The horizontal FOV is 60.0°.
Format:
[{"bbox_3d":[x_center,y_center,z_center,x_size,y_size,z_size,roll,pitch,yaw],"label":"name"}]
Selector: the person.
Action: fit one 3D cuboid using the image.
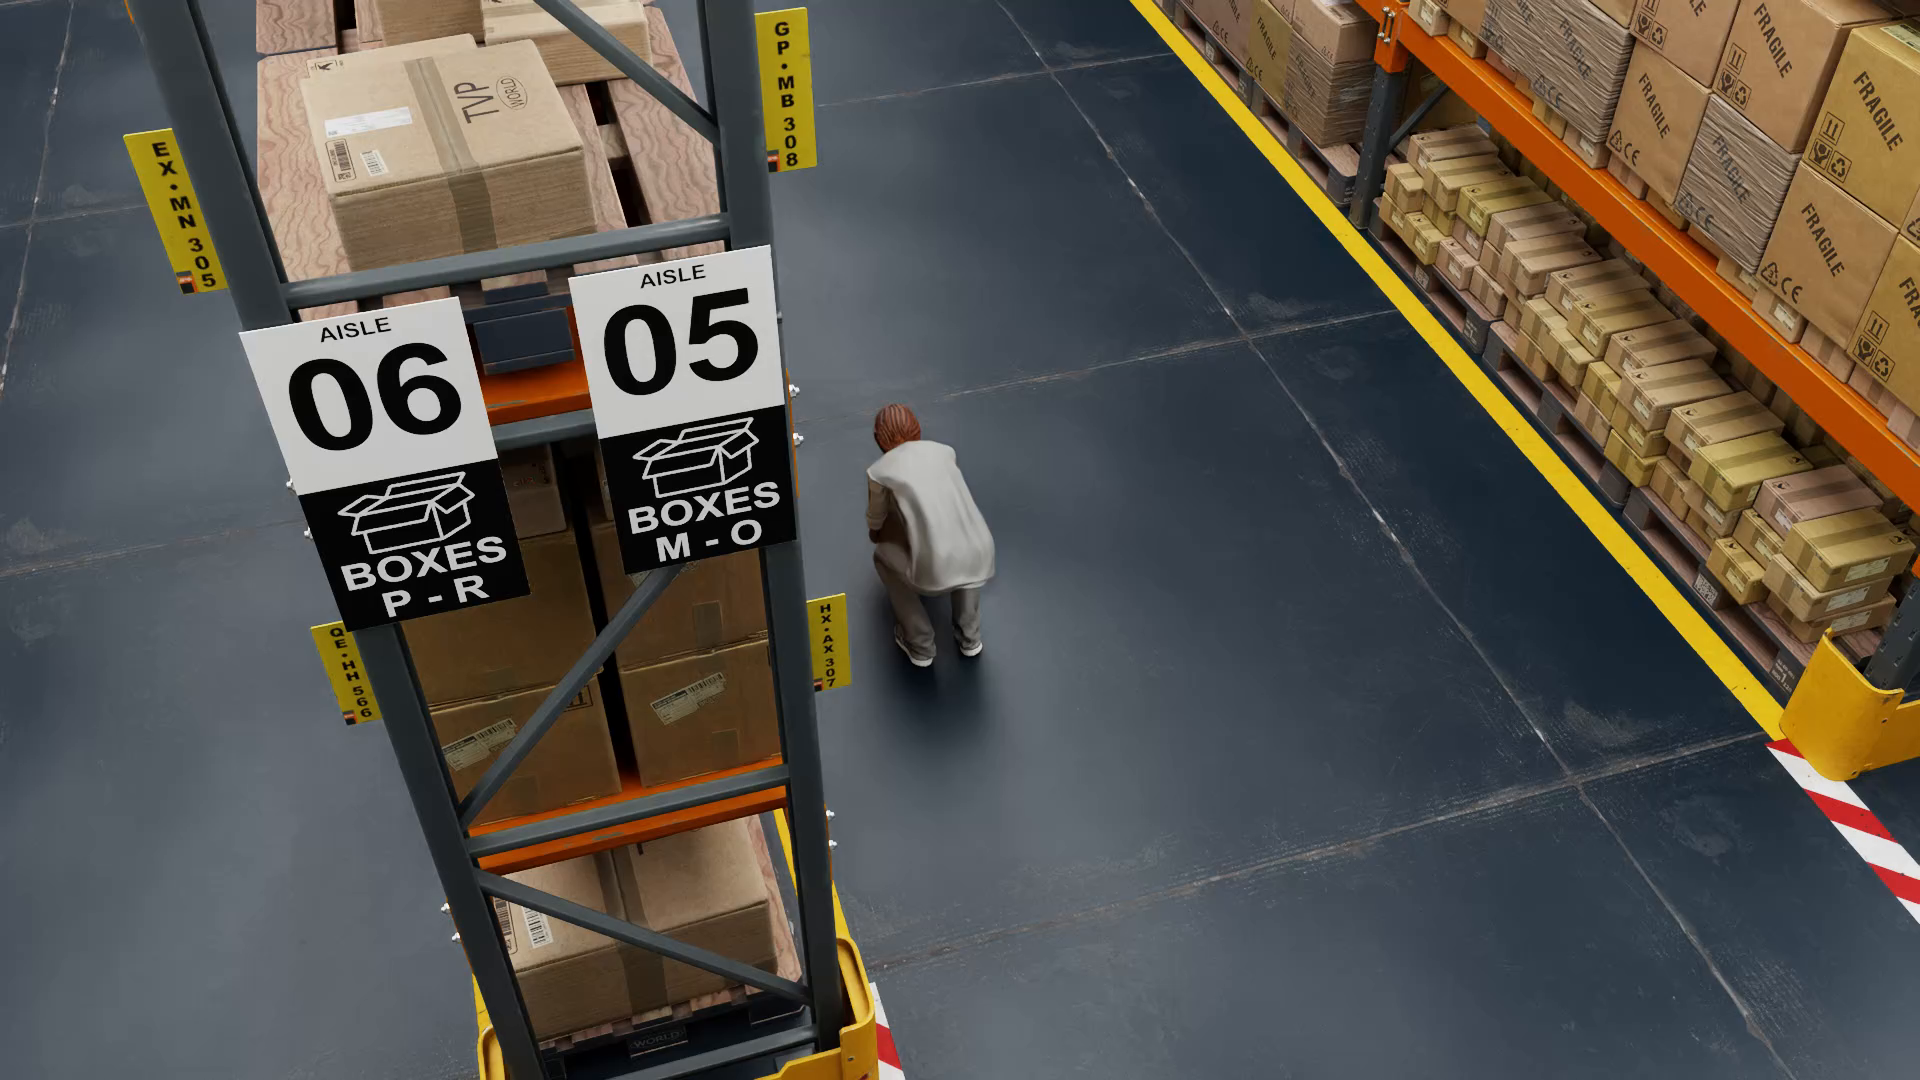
[{"bbox_3d":[-0.132,0.020,6.681,0.430,0.874,0.851,-14,45,-14],"label":"person"}]
